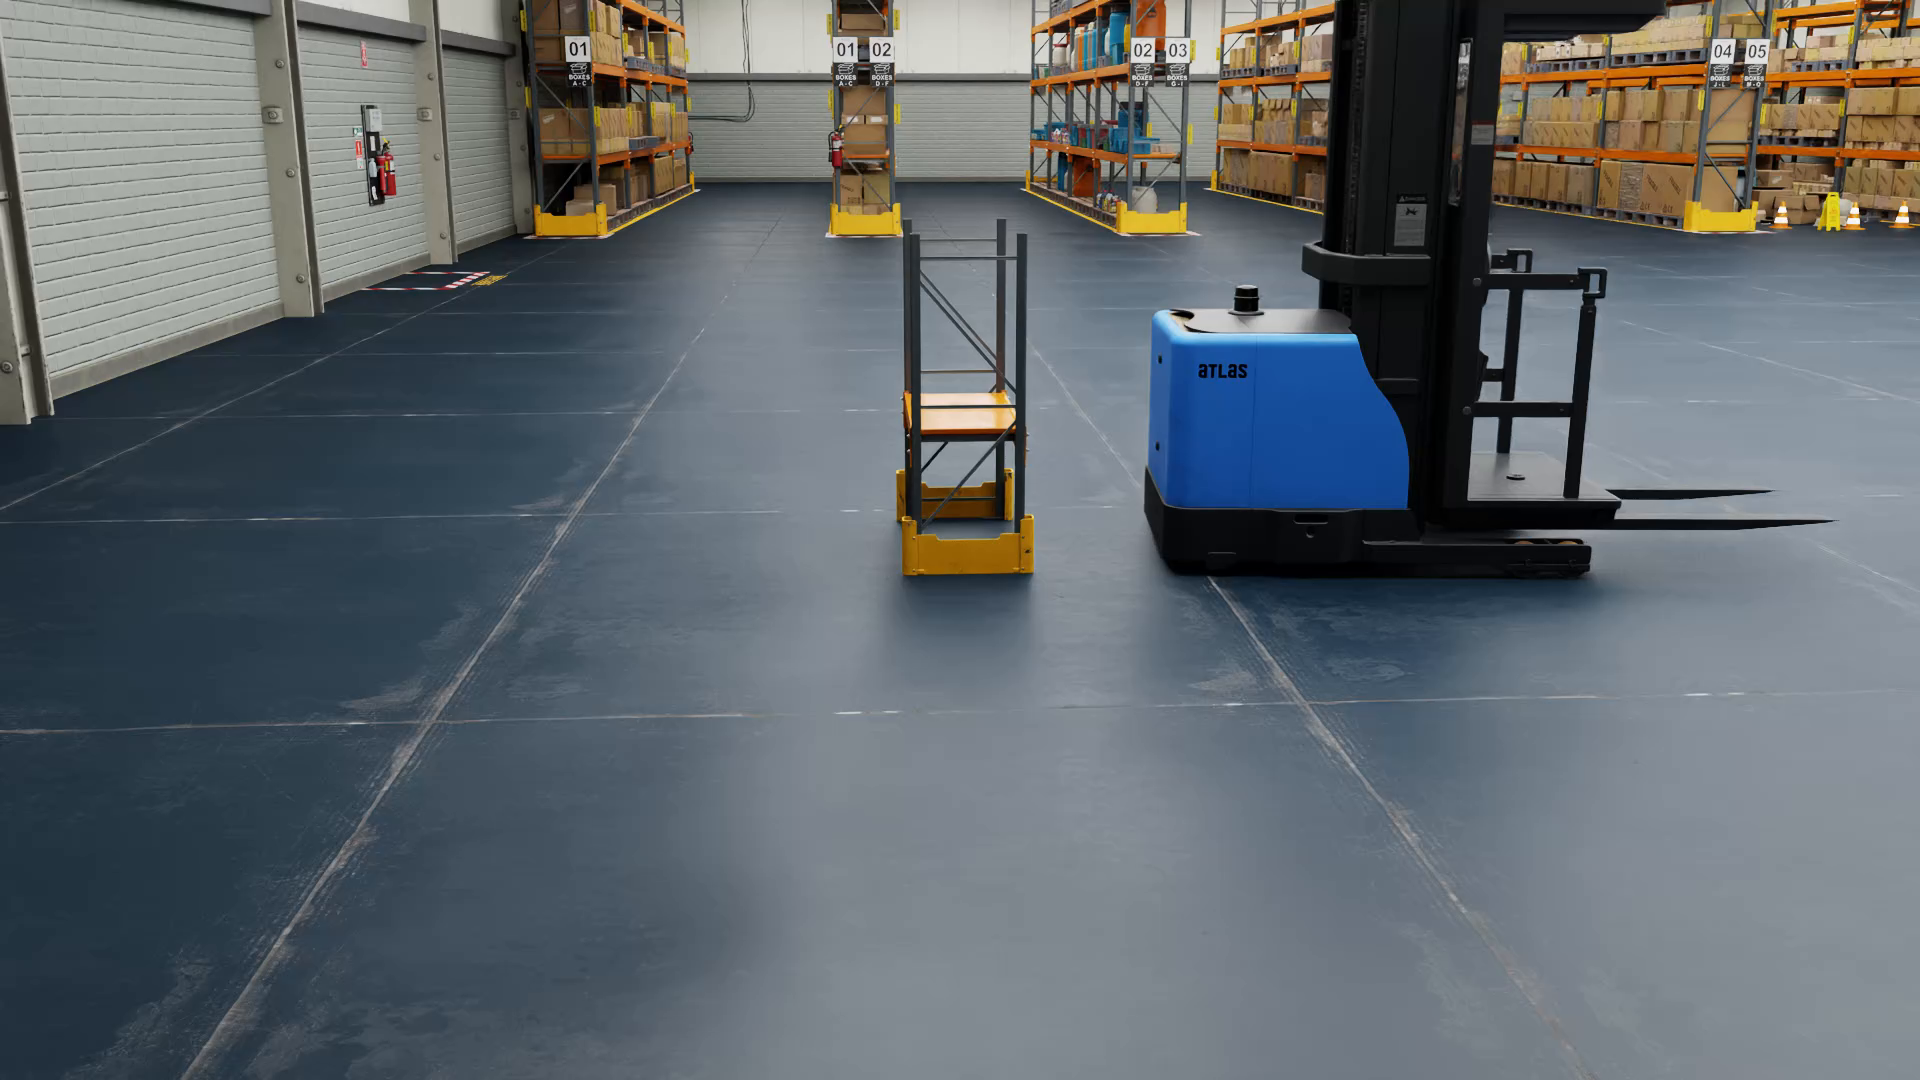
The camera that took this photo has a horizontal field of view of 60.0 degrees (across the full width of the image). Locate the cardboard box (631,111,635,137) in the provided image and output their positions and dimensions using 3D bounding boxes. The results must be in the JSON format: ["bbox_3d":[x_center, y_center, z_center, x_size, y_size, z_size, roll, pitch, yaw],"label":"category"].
[{"bbox_3d":[-6.890,-8.266,33.051,0.700,0.500,0.500,1,14,4],"label":"cardboard box"}]

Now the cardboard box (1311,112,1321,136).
[{"bbox_3d":[7.864,-8.918,35.622,0.500,0.500,0.500,-3,15,-10],"label":"cardboard box"}]

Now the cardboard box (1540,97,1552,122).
[{"bbox_3d":[12.798,-9.146,35.346,0.700,0.500,0.500,-1,14,-4],"label":"cardboard box"}]

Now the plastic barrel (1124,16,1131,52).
[{"bbox_3d":[3.145,-8.762,28.822,0.600,0.588,0.600,0,14,0],"label":"plastic barrel"}]

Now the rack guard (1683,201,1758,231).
[{"bbox_3d":[13.244,-5.645,28.962,1.175,0.500,0.348,-1,14,-3],"label":"rack guard"}]

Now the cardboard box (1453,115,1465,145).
[{"bbox_3d":[8.279,-7.140,28.958,0.875,0.500,0.500,-1,14,-3],"label":"cardboard box"}]

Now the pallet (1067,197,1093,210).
[{"bbox_3d":[2.856,-7.179,35.506,1.003,0.211,1.213,-1,14,-3],"label":"pallet"}]

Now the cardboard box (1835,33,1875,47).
[{"bbox_3d":[17.766,-9.925,33.018,0.500,0.250,0.500,-1,14,-2],"label":"cardboard box"}]

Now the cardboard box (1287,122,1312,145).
[{"bbox_3d":[7.512,-8.967,36.656,0.500,0.500,0.500,0,14,-2],"label":"cardboard box"}]

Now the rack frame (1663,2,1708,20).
[{"bbox_3d":[17.434,-12.853,39.920,1.000,3.000,0.127,-1,14,-3],"label":"rack frame"}]

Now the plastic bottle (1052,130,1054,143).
[{"bbox_3d":[2.204,-9.530,39.281,0.061,0.283,0.133,-1,14,-3],"label":"plastic bottle"}]

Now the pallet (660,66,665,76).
[{"bbox_3d":[-7.183,-10.698,37.948,0.805,0.209,1.217,-1,15,-6],"label":"pallet"}]

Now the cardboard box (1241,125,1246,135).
[{"bbox_3d":[7.219,-10.100,40.966,0.500,0.250,0.500,0,14,-2],"label":"cardboard box"}]

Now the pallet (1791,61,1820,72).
[{"bbox_3d":[17.930,-9.732,34.190,1.213,0.211,1.003,-1,14,-3],"label":"pallet"}]

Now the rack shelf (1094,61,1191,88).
[{"bbox_3d":[3.219,-8.335,29.826,1.077,0.370,4.000,-1,14,-3],"label":"rack shelf"}]

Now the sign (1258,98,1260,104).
[{"bbox_3d":[7.837,-11.469,43.785,0.100,0.325,0.005,-1,14,-3],"label":"sign"}]

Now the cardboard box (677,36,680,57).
[{"bbox_3d":[-7.158,-12.123,40.855,0.500,0.500,0.500,-2,15,-6],"label":"cardboard box"}]

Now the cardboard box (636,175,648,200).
[{"bbox_3d":[-6.944,-7.394,34.879,0.700,0.500,0.500,-1,14,-3],"label":"cardboard box"}]

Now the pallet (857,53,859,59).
[{"bbox_3d":[-1.698,-8.548,29.387,1.003,0.211,1.213,-1,14,-3],"label":"pallet"}]

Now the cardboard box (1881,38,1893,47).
[{"bbox_3d":[17.665,-9.396,31.408,0.380,0.149,0.250,-1,14,-4],"label":"cardboard box"}]

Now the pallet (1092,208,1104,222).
[{"bbox_3d":[3.095,-6.210,31.739,1.003,0.211,1.213,-1,14,-3],"label":"pallet"}]

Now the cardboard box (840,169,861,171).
[{"bbox_3d":[-2.094,-6.643,30.997,0.500,0.500,0.500,-1,14,-3],"label":"cardboard box"}]

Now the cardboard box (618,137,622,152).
[{"bbox_3d":[-6.392,-7.150,30.058,0.500,0.250,0.500,-1,14,-4],"label":"cardboard box"}]

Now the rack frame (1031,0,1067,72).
[{"bbox_3d":[2.351,-13.618,42.895,1.000,3.000,0.127,-1,14,-3],"label":"rack frame"}]

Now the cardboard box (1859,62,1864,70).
[{"bbox_3d":[17.701,-9.207,32.273,0.380,0.149,0.250,-1,14,-4],"label":"cardboard box"}]

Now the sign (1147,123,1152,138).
[{"bbox_3d":[3.645,-7.868,32.031,0.100,0.325,0.005,-1,14,-3],"label":"sign"}]

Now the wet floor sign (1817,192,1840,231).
[{"bbox_3d":[15.221,-5.745,29.058,0.267,0.644,0.232,-3,15,-13],"label":"wet floor sign"}]

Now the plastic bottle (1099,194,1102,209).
[{"bbox_3d":[2.724,-6.456,31.683,0.152,0.276,0.135,0,14,-1],"label":"plastic bottle"}]

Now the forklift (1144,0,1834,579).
[{"bbox_3d":[2.426,-1.381,7.512,3.031,2.935,1.130,0,14,1],"label":"forklift"}]

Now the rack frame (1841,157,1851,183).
[{"bbox_3d":[22.387,-10.025,40.969,1.000,3.000,0.127,-1,14,-3],"label":"rack frame"}]

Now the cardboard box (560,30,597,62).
[{"bbox_3d":[-6.317,-8.178,27.532,0.500,0.500,0.500,-1,14,-2],"label":"cardboard box"}]

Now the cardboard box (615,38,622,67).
[{"bbox_3d":[-6.515,-8.964,30.584,0.500,0.500,0.500,0,14,-2],"label":"cardboard box"}]

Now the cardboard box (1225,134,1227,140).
[{"bbox_3d":[7.038,-10.382,42.860,0.380,0.149,0.250,-1,14,-4],"label":"cardboard box"}]

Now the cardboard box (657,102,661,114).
[{"bbox_3d":[-6.881,-9.510,36.626,0.500,0.250,0.500,-1,14,-3],"label":"cardboard box"}]

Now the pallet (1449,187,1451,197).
[{"bbox_3d":[12.422,-8.662,41.268,1.003,0.211,1.213,-1,14,-3],"label":"pallet"}]

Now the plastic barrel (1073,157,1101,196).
[{"bbox_3d":[2.800,-7.997,36.599,0.600,0.830,0.708,-1,14,-3],"label":"plastic barrel"}]

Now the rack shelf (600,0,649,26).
[{"bbox_3d":[-6.917,-10.436,32.774,1.077,0.370,4.000,-1,14,-3],"label":"rack shelf"}]

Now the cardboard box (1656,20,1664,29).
[{"bbox_3d":[12.789,-9.288,29.947,0.380,0.149,0.250,-1,14,-3],"label":"cardboard box"}]

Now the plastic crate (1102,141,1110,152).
[{"bbox_3d":[2.897,-7.284,30.740,0.450,0.188,0.662,-1,14,-3],"label":"plastic crate"}]

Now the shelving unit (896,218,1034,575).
[{"bbox_3d":[0.005,-0.707,7.766,0.587,1.500,1.083,-1,14,-3],"label":"shelving unit"}]

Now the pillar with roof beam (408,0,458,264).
[{"bbox_3d":[-2.784,-8.221,21.918,9.100,9.000,0.400,-1,14,-3],"label":"pillar with roof beam"}]

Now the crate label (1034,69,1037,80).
[{"bbox_3d":[2.086,-11.859,42.376,0.408,0.251,0.502,-1,14,-3],"label":"crate label"}]

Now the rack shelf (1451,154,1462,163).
[{"bbox_3d":[8.162,-6.959,30.497,1.077,0.370,4.000,-1,14,-3],"label":"rack shelf"}]

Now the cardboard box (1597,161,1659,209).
[{"bbox_3d":[12.964,-6.873,32.141,0.875,0.875,0.875,-1,14,-3],"label":"cardboard box"}]

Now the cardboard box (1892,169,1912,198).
[{"bbox_3d":[17.807,-6.648,31.017,0.500,0.500,0.500,-1,14,-5],"label":"cardboard box"}]

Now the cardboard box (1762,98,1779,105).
[{"bbox_3d":[17.895,-9.612,37.156,0.500,0.500,0.500,-1,14,-5],"label":"cardboard box"}]

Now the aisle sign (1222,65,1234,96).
[{"bbox_3d":[6.991,-12.061,43.667,0.394,0.787,0.004,-1,14,-3],"label":"aisle sign"}]

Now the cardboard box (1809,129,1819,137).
[{"bbox_3d":[17.571,-8.293,33.898,0.380,0.149,0.250,-1,14,-4],"label":"cardboard box"}]

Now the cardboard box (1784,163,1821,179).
[{"bbox_3d":[22.097,-9.646,43.669,0.700,0.500,0.500,0,14,-1],"label":"cardboard box"}]

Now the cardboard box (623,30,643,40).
[{"bbox_3d":[-7.316,-11.284,37.256,0.500,0.250,0.500,-1,14,-5],"label":"cardboard box"}]

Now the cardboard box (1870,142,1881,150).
[{"bbox_3d":[17.723,-7.563,31.905,0.380,0.149,0.250,0,14,-2],"label":"cardboard box"}]

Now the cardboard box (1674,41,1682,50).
[{"bbox_3d":[12.837,-8.711,29.304,0.380,0.149,0.250,-1,14,-3],"label":"cardboard box"}]

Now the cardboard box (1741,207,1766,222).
[{"bbox_3d":[14.940,-6.133,31.330,0.396,0.266,0.258,2,15,6],"label":"cardboard box"}]
